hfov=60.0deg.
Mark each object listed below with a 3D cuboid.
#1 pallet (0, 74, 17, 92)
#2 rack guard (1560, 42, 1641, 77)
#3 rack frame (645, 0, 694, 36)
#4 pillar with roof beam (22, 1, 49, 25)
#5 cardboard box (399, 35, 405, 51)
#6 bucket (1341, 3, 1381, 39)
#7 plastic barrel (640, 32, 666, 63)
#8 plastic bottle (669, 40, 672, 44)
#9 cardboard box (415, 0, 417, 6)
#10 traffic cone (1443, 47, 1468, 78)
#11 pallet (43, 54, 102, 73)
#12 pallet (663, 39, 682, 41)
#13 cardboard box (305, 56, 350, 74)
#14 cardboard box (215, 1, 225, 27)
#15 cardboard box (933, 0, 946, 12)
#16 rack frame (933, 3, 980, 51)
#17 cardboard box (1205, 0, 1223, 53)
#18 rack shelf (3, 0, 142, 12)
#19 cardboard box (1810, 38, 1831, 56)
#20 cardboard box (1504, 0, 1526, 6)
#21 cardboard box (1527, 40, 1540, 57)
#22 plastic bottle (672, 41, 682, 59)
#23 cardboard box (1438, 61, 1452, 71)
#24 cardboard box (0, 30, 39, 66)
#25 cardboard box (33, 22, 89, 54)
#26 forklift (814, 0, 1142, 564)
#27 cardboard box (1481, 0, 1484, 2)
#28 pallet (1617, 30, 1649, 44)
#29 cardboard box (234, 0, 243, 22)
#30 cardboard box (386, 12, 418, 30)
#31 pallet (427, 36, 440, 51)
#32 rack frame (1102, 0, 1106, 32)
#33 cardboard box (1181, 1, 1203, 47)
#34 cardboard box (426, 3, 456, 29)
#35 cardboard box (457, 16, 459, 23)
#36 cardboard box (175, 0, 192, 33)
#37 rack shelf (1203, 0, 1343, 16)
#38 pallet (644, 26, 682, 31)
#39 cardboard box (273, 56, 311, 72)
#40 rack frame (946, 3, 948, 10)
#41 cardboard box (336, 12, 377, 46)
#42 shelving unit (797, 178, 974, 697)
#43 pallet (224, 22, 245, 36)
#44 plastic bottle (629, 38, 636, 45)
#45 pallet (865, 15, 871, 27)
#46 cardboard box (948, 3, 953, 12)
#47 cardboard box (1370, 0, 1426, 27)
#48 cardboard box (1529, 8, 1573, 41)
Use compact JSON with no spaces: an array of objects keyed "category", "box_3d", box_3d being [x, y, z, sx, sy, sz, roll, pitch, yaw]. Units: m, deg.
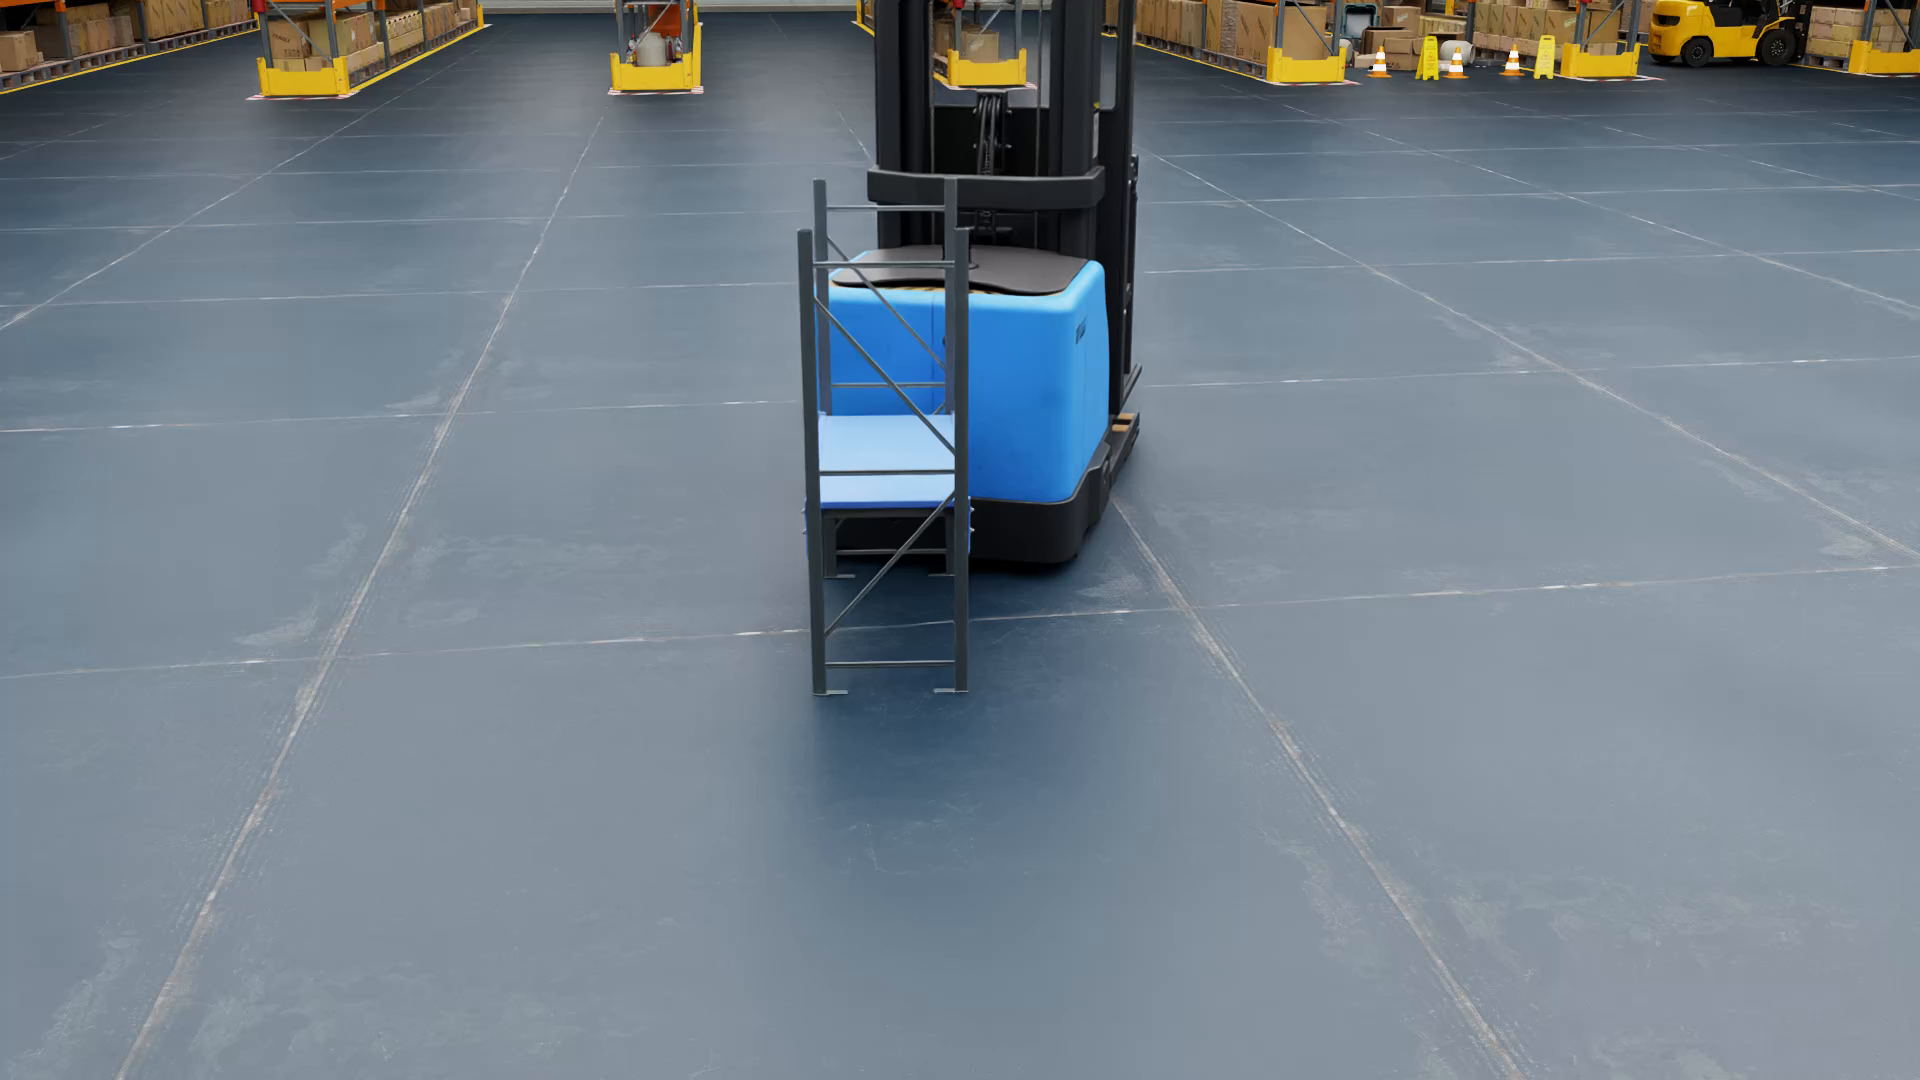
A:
[{"category":"pallet","box_3d":[-14.377,-6.568,24.001,1.003,0.211,1.213,-3,21,-8]},{"category":"rack guard","box_3d":[10.216,-7.670,26.537,1.175,0.500,0.348,-3,21,-8]},{"category":"rack frame","box_3d":[-6.210,-12.220,35.146,1.000,3.000,0.127,-3,21,-8]},{"category":"pillar with roof beam","box_3d":[-11.846,-12.869,28.310,9.100,9.000,0.400,-3,21,-8]},{"category":"cardboard box","box_3d":[-9.922,-8.618,28.834,0.500,0.250,0.500,-4,21,-9]},{"category":"bucket","box_3d":[7.068,-9.163,29.467,0.726,0.611,0.620,4,11,11]},{"category":"plastic barrel","box_3d":[-4.723,-7.494,25.449,0.421,0.512,0.421,0,20,0]},{"category":"plastic bottle","box_3d":[-4.702,-7.983,27.056,0.061,0.283,0.133,-3,21,-8]},{"category":"cardboard box","box_3d":[-11.140,-10.832,33.302,0.500,0.250,0.500,-3,21,-8]},{"category":"traffic cone","box_3d":[7.839,-7.536,26.233,0.336,0.463,0.334,-3,21,-8]},{"category":"pallet","box_3d":[-14.974,-7.913,27.602,1.003,0.211,1.213,-3,21,-8]},{"category":"pallet","box_3d":[-5.560,-9.258,31.203,1.003,0.211,1.213,-3,21,-8]},{"category":"cardboard box","box_3d":[-9.240,-6.922,24.292,0.500,0.250,0.500,-3,21,-8]},{"category":"cardboard box","box_3d":[-16.089,-11.184,35.346,0.700,0.500,0.500,-3,21,-8]},{"category":"cardboard box","box_3d":[-0.520,-10.057,31.229,0.500,0.250,0.500,-1,20,-2]},{"category":"rack frame","box_3d":[-0.156,-9.700,28.399,1.000,3.000,0.127,-3,21,-8]},{"category":"cardboard box","box_3d":[4.788,-8.895,28.681,0.875,0.875,0.875,-3,21,-7]},{"category":"rack shelf","box_3d":[-15.149,-9.306,28.372,1.077,0.370,4.000,-3,21,-8]},{"category":"cardboard box","box_3d":[14.696,-8.294,27.966,0.500,0.250,0.500,-3,21,-8]},{"category":"cardboard box","box_3d":[9.545,-9.228,28.468,0.380,0.149,0.250,-2,21,-5]},{"category":"cardboard box","box_3d":[9.778,-8.169,27.631,0.500,0.250,0.500,-3,21,-8]},{"category":"plastic bottle","box_3d":[-4.585,-7.937,26.943,0.152,0.276,0.135,-3,21,-7]},{"category":"cardboard box","box_3d":[8.040,-7.831,27.470,0.380,0.149,0.250,8,22,20]},{"category":"cardboard box","box_3d":[-14.671,-7.628,25.796,0.500,0.500,0.500,-4,21,-12]},{"category":"cardboard box","box_3d":[-15.107,-8.416,27.905,0.700,0.500,0.500,-3,21,-9]},{"category":"forklift","box_3d":[0.237,-1.766,7.255,1.130,2.935,3.031,5,21,12]},{"category":"cardboard box","box_3d":[12.889,-12.929,40.018,0.500,0.500,0.500,-3,21,-7]},{"category":"pallet","box_3d":[14.065,-10.243,33.839,1.003,0.211,1.213,-3,21,-8]},{"category":"cardboard box","box_3d":[-16.318,-11.720,36.781,0.700,0.500,0.500,-3,21,-8]},{"category":"cardboard box","box_3d":[-10.135,-9.409,30.149,0.500,0.311,0.500,-3,21,-9]},{"category":"pallet","box_3d":[-10.606,-9.540,31.958,1.003,0.211,1.213,-3,21,-8]},{"category":"rack frame","box_3d":[3.614,-12.685,36.391,1.000,3.000,0.127,-3,21,-8]},{"category":"cardboard box","box_3d":[4.588,-9.268,29.859,1.050,0.750,0.750,-3,21,-8]},{"category":"cardboard box","box_3d":[-10.758,-10.850,34.423,0.500,0.500,0.500,-3,21,-8]},{"category":"cardboard box","box_3d":[-11.093,-11.305,36.119,0.380,0.166,0.250,-3,21,-8]},{"category":"cardboard box","box_3d":[-15.660,-10.384,32.703,0.750,0.750,0.750,-2,21,-6]},{"category":"rack shelf","box_3d":[5.055,-8.885,27.247,1.077,0.370,4.000,-3,21,-8]},{"category":"pallet","box_3d":[-6.140,-10.644,34.913,1.003,0.211,1.213,-3,21,-8]},{"category":"cardboard box","box_3d":[-9.752,-6.896,24.222,0.500,0.250,0.500,-3,21,-8]},{"category":"rack frame","box_3d":[-0.732,-11.085,32.107,1.000,3.000,0.127,-3,21,-8]},{"category":"cardboard box","box_3d":[-9.616,-8.138,26.476,0.500,0.500,0.500,-3,21,-8]},{"category":"shelving unit","box_3d":[-0.243,-0.383,5.597,0.538,1.500,1.048,-1,20,-2]},{"category":"pallet","box_3d":[-16.225,-11.104,36.145,1.003,0.211,1.213,-3,21,-8]},{"category":"plastic bottle","box_3d":[-5.236,-7.838,26.571,0.144,0.351,0.185,-2,21,-6]},{"category":"pallet","box_3d":[-1.693,-12.275,39.281,1.003,0.211,1.213,-3,21,-8]},{"category":"cardboard box","box_3d":[-0.811,-10.526,33.048,1.225,0.875,0.875,-4,21,-10]},{"category":"cardboard box","box_3d":[9.057,-11.029,34.395,0.875,0.875,0.875,-3,21,-8]},{"category":"cardboard box","box_3d":[9.775,-8.519,27.497,0.500,0.500,0.500,-2,21,-6]}]
